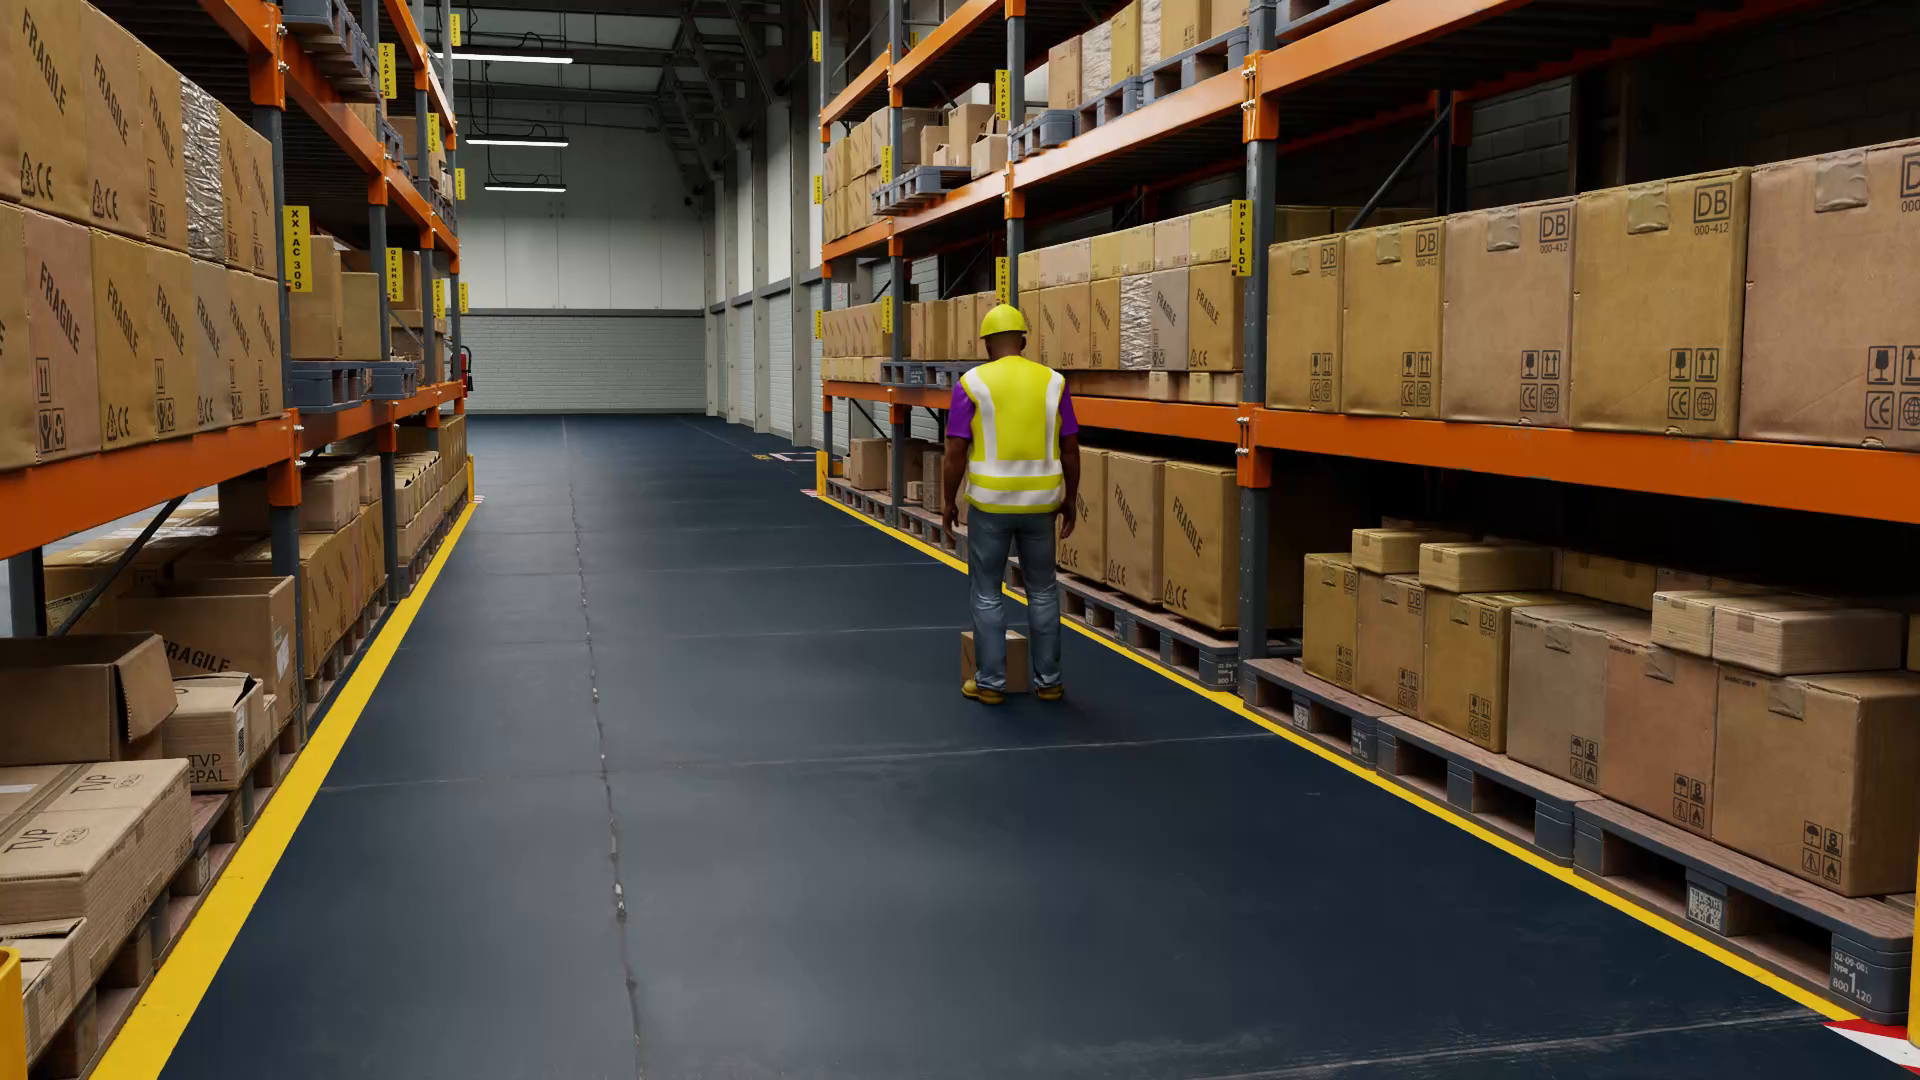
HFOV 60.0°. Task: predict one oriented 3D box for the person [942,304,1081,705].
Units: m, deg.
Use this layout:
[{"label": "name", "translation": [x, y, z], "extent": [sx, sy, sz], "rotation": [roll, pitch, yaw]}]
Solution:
[{"label": "person", "translation": [0.226, -0.163, 7.398], "extent": [0.628, 1.761, 0.456], "rotation": [-1, 6, -13]}]
